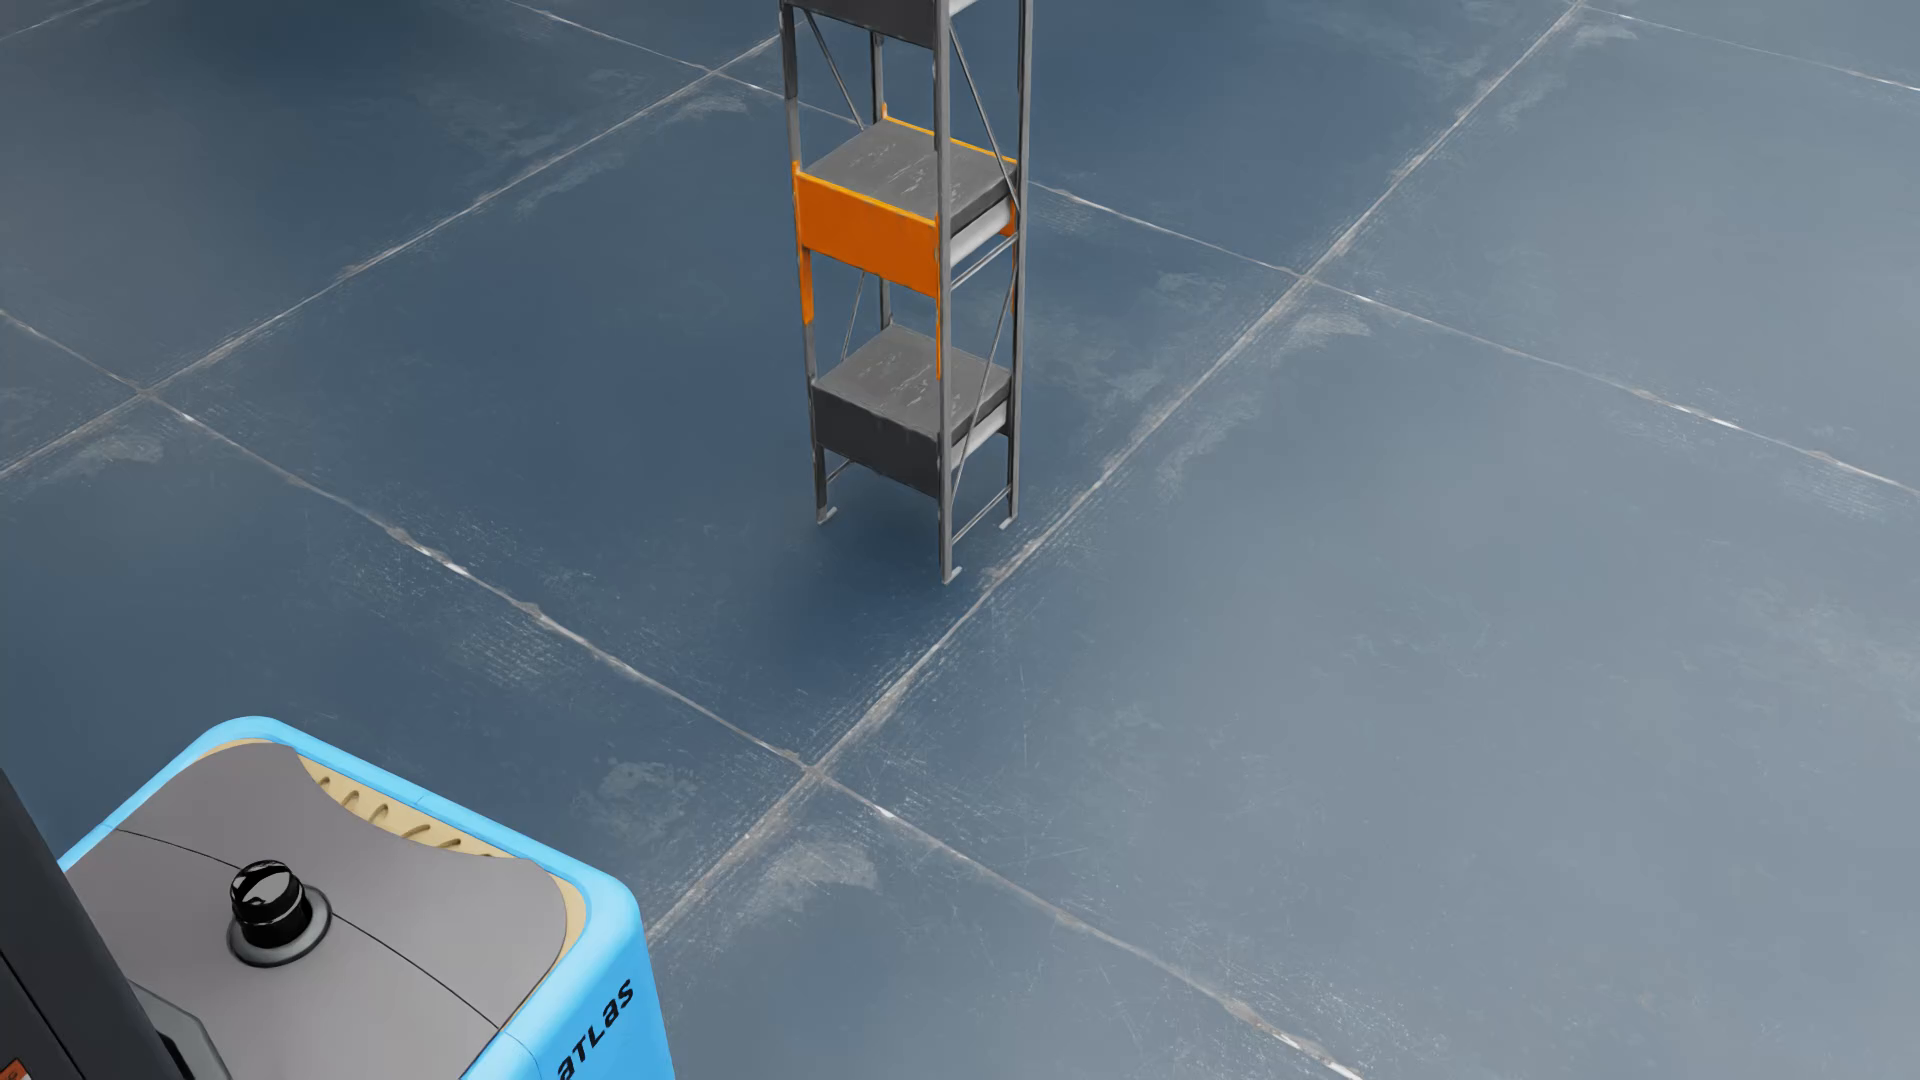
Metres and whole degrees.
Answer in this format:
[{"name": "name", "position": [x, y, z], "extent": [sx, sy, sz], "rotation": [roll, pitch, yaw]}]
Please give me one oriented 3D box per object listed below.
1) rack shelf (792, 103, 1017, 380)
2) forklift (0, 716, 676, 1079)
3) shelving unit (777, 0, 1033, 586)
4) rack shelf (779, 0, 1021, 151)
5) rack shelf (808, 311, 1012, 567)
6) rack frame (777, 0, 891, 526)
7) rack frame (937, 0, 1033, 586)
[{"name": "rack shelf", "position": [-0.136, -0.836, 4.630], "extent": [0.480, 0.518, 0.431], "rotation": [25, 48, 25]}, {"name": "forklift", "position": [-1.685, 1.052, 1.876], "extent": [1.130, 2.935, 3.031], "rotation": [19, 45, 20]}, {"name": "shelving unit", "position": [-0.136, -0.846, 4.621], "extent": [0.503, 2.100, 0.431], "rotation": [25, 48, 25]}, {"name": "rack shelf", "position": [-0.136, -1.357, 4.163], "extent": [0.480, 0.518, 0.431], "rotation": [25, 48, 25]}, {"name": "rack shelf", "position": [-0.136, -0.314, 5.097], "extent": [0.480, 0.518, 0.431], "rotation": [25, 48, 25]}, {"name": "rack frame", "position": [-0.335, -0.939, 4.725], "extent": [0.015, 2.100, 0.400], "rotation": [25, 48, 25]}, {"name": "rack frame", "position": [0.064, -0.752, 4.516], "extent": [0.015, 2.100, 0.400], "rotation": [25, 48, 25]}]
